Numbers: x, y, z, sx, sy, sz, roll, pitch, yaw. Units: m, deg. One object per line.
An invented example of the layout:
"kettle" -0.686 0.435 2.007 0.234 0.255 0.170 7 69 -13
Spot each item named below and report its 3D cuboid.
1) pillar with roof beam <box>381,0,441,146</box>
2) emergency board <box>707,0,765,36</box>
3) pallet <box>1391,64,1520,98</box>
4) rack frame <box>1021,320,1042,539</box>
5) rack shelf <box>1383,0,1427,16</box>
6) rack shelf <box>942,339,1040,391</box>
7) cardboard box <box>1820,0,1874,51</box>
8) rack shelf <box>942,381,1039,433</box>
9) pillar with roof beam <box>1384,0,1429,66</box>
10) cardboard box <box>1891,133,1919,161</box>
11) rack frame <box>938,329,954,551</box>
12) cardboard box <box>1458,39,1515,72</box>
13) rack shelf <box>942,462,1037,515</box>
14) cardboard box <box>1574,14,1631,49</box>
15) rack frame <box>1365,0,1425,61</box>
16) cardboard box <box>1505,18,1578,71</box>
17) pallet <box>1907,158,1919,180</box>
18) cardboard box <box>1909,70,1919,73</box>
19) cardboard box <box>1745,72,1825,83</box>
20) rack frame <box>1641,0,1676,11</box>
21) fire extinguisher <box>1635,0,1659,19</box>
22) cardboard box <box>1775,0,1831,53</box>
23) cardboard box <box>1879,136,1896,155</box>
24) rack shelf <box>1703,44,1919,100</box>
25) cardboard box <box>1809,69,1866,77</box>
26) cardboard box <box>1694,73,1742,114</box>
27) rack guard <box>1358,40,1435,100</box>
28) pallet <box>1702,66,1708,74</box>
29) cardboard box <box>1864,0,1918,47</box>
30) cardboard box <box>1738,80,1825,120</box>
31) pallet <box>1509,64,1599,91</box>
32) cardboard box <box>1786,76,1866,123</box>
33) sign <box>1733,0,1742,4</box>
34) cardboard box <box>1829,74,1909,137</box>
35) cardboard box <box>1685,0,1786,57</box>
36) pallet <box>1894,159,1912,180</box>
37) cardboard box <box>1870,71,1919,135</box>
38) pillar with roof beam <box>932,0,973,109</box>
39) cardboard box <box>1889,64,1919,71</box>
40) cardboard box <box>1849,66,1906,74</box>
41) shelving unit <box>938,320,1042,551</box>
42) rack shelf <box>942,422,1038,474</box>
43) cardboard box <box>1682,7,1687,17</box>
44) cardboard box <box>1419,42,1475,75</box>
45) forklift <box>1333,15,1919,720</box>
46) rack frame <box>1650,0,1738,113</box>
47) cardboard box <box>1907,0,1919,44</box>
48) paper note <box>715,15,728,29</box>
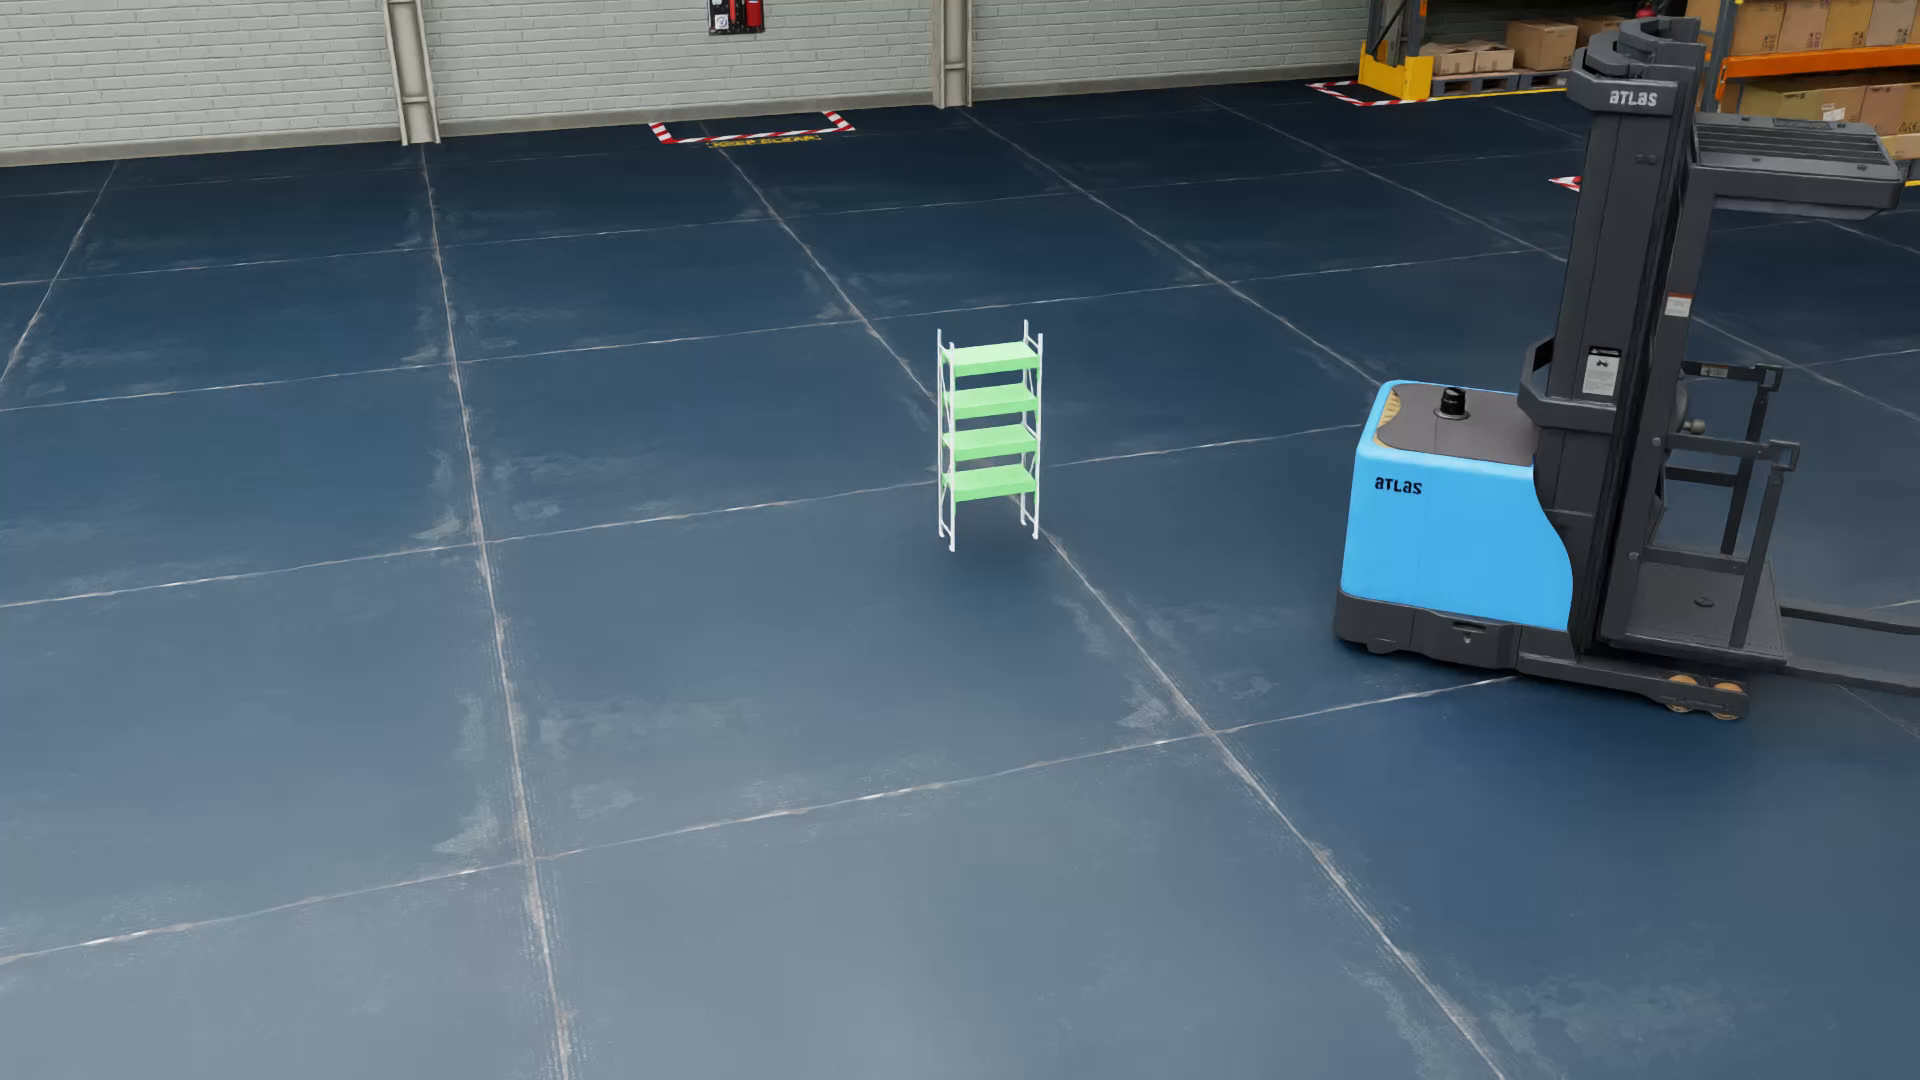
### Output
"pillar with roof beam" -4.464 -6.503 12.229 0.400 9.000 9.100 -8 28 -16
"emergency board" -2.454 -6.138 18.241 0.643 1.169 0.194 -8 28 -16
"pallet" 6.071 -5.685 20.463 1.213 0.211 1.003 -8 28 -16
"rack frame" 0.389 -0.594 9.097 0.015 1.200 0.240 -8 28 -16
"rack shelf" 7.117 -6.780 20.342 4.000 0.370 1.077 -8 28 -16
"rack shelf" 0.157 -0.933 8.844 0.480 0.148 0.258 -8 28 -16
"cardboard box" 8.172 -4.976 15.788 0.500 0.500 0.700 -8 28 -16
"rack shelf" 0.157 -0.718 8.951 0.480 0.148 0.258 -8 28 -16
"pillar with roof beam" 6.946 -8.155 15.557 0.400 9.000 9.100 -8 28 -16
"cardboard box" 9.233 -3.944 16.440 0.500 0.250 0.500 -8 28 -16
"rack frame" -0.075 -0.527 8.961 0.015 1.200 0.240 -8 28 -16
"cardboard box" 6.443 -5.955 20.400 0.500 0.311 0.500 -6 27 -12
"rack shelf" 0.157 -0.288 9.164 0.480 0.148 0.258 -8 28 -16
"cardboard box" 8.044 -6.295 20.873 0.500 0.500 0.500 -10 28 -20
"rack frame" 5.215 -6.826 19.627 0.127 3.000 1.000 -8 28 -16
"cardboard box" 7.156 -6.119 20.519 0.500 0.500 0.700 -10 28 -19
"pallet" 9.787 -3.942 16.954 1.213 0.211 1.003 -8 28 -16
"cardboard box" 9.704 -4.355 16.426 0.500 0.500 0.500 -8 28 -16
"cardboard box" 8.117 -4.368 16.452 0.500 0.500 0.500 -8 28 -16
"rack frame" 9.018 -7.377 20.736 0.127 3.000 1.000 -8 28 -16
"fire extinguisher" 6.496 -4.878 15.789 0.183 0.674 0.296 -8 28 -16
"cardboard box" 7.698 -4.910 15.655 0.500 0.500 0.700 -8 27 -15
"cardboard box" 8.758 -3.875 16.301 0.500 0.250 0.500 -8 28 -16
"rack shelf" 8.654 -4.686 16.124 4.000 0.370 1.077 -8 28 -16
"cardboard box" 8.592 -4.437 16.590 0.500 0.500 0.500 -8 28 -16
"cardboard box" 7.170 -4.224 16.163 0.500 0.500 0.500 -8 28 -16
"rack guard" 5.287 -5.717 20.204 0.348 0.500 1.175 -8 28 -16
"pallet" 9.758 -6.236 21.574 1.213 0.211 1.003 -8 28 -16
"cardboard box" 8.672 -5.050 15.937 0.500 0.500 0.700 -7 27 -15
"cardboard box" 7.806 -4.074 15.860 0.500 0.500 0.500 -8 28 -16
"pallet" 7.229 -5.851 20.798 1.213 0.211 1.003 -8 28 -16
"cardboard box" 8.278 -4.149 16.010 0.500 0.500 0.500 -8 28 -16
"sign" 6.919 -4.920 14.725 0.005 0.325 0.100 -8 28 -16
"cardboard box" 8.758 -4.210 16.134 0.500 0.500 0.500 -8 28 -16
"cardboard box" 7.200 -4.836 15.505 0.500 0.500 0.700 -8 28 -16
"pallet" 8.625 -3.773 16.612 1.213 0.211 1.003 -8 28 -16
"cardboard box" 9.229 -4.285 16.284 0.500 0.500 0.500 -8 28 -16
"pillar with roof beam" 1.241 -7.329 13.893 0.400 9.000 9.100 -8 28 -16
"cardboard box" 9.545 -4.572 16.863 0.500 0.500 0.500 -8 28 -16
"cardboard box" 9.067 -4.506 16.730 0.500 0.500 0.500 -8 28 -16
"shelving unit" 0.157 -0.560 9.029 0.503 1.200 0.258 -8 28 -16
"rack shelf" 0.157 -0.503 9.058 0.480 0.148 0.258 -8 28 -16
"cardboard box" 9.713 -6.563 21.413 0.500 0.500 0.700 -7 27 -14
"cardboard box" 5.901 -5.876 20.242 0.500 0.311 0.500 -12 29 -22
"forklift" 3.410 -0.758 7.481 3.031 2.935 1.130 9 28 18
"rack frame" 6.753 -4.732 15.409 0.127 3.000 1.000 -8 28 -16
"cardboard box" 9.158 -5.121 16.080 0.500 0.500 0.700 -8 27 -15
"paper note" -2.644 -5.748 18.446 0.142 0.148 0.016 -8 28 -16
